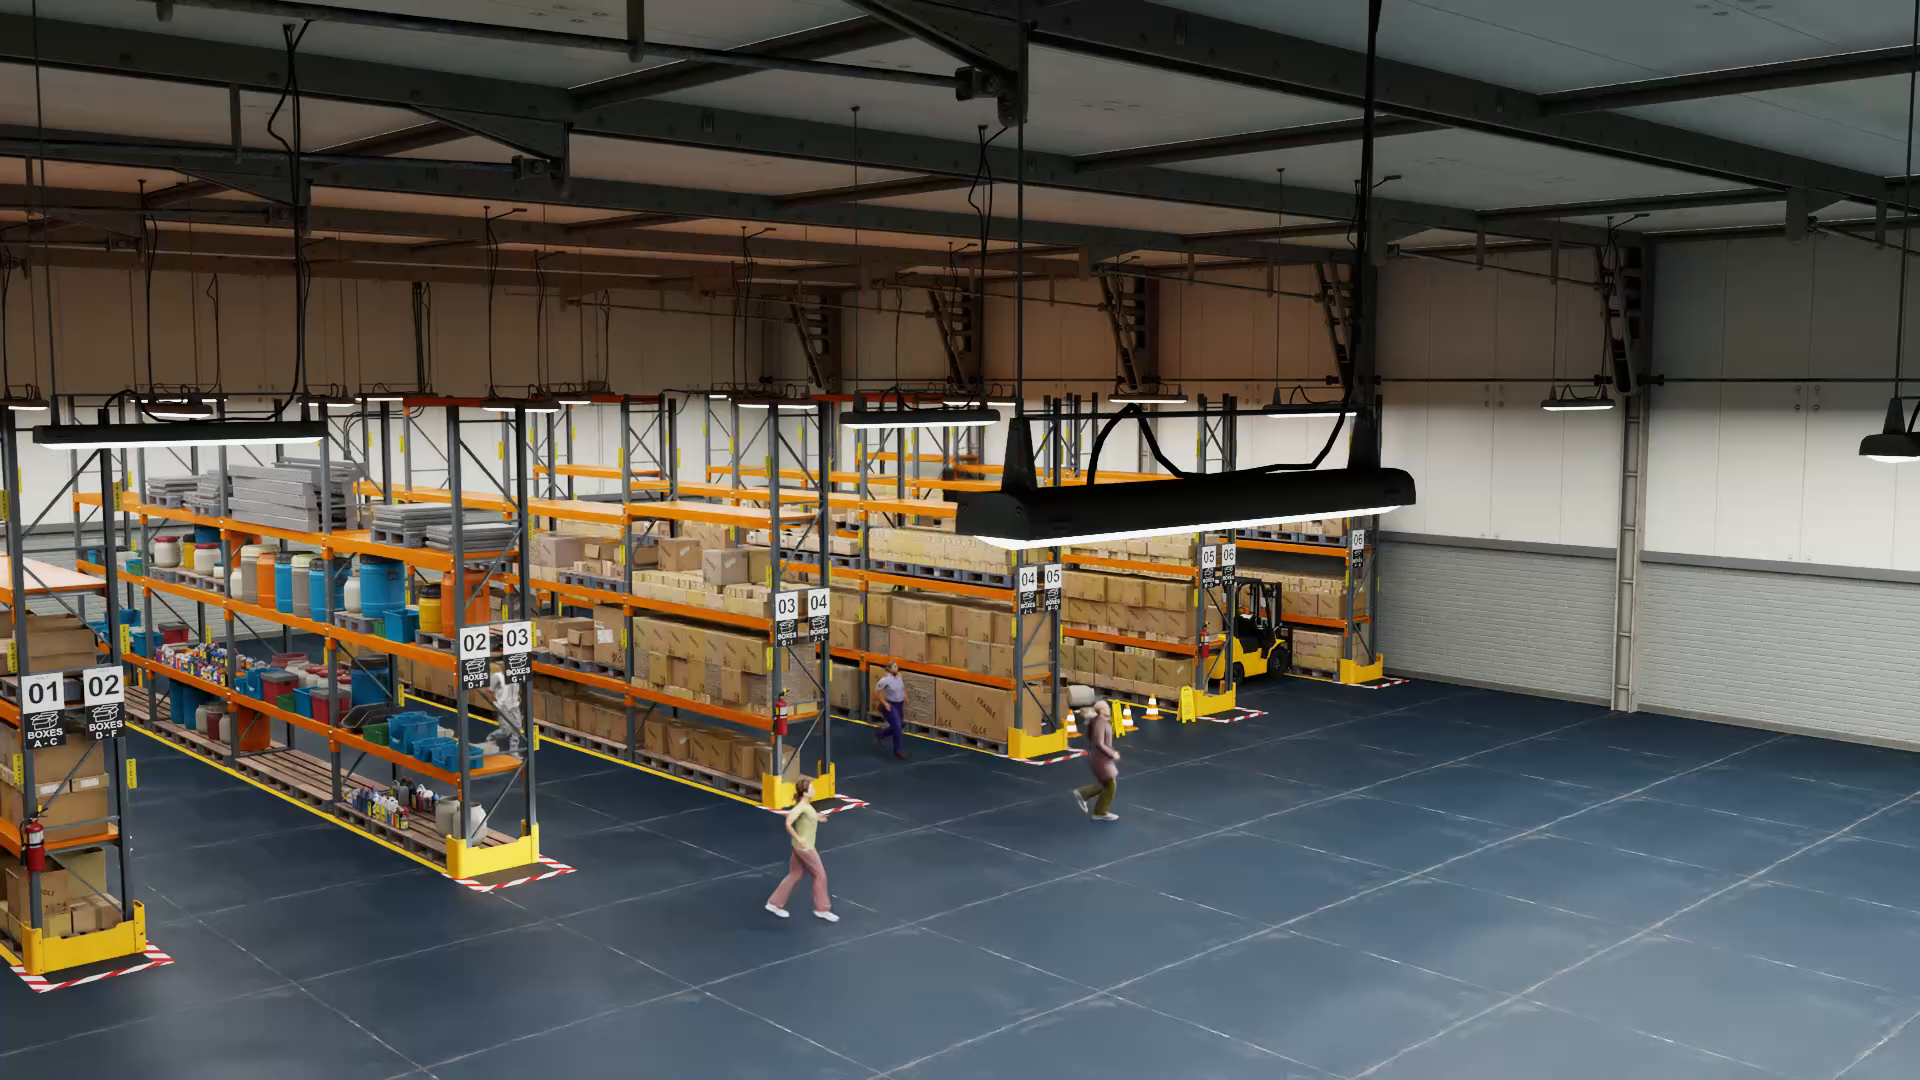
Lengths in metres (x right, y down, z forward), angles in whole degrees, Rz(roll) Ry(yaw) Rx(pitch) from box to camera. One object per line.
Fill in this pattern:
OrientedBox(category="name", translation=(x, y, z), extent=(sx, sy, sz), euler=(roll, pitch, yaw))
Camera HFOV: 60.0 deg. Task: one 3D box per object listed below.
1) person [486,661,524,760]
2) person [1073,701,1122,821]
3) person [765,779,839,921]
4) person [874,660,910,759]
OrientedBox(category="person", translation=(-7.551, 2.785, 27.644), extent=(0.799, 1.751, 0.686), euler=(4, 7, 33))
OrientedBox(category="person", translation=(1.971, 3.163, 23.887), extent=(0.672, 1.737, 0.735), euler=(0, 6, -2))
OrientedBox(category="person", translation=(-1.860, 3.621, 19.421), extent=(0.874, 1.703, 0.555), euler=(-2, 6, -16))
OrientedBox(category="person", translation=(-1.170, 2.825, 27.961), extent=(0.796, 1.622, 0.638), euler=(4, 7, 36))
